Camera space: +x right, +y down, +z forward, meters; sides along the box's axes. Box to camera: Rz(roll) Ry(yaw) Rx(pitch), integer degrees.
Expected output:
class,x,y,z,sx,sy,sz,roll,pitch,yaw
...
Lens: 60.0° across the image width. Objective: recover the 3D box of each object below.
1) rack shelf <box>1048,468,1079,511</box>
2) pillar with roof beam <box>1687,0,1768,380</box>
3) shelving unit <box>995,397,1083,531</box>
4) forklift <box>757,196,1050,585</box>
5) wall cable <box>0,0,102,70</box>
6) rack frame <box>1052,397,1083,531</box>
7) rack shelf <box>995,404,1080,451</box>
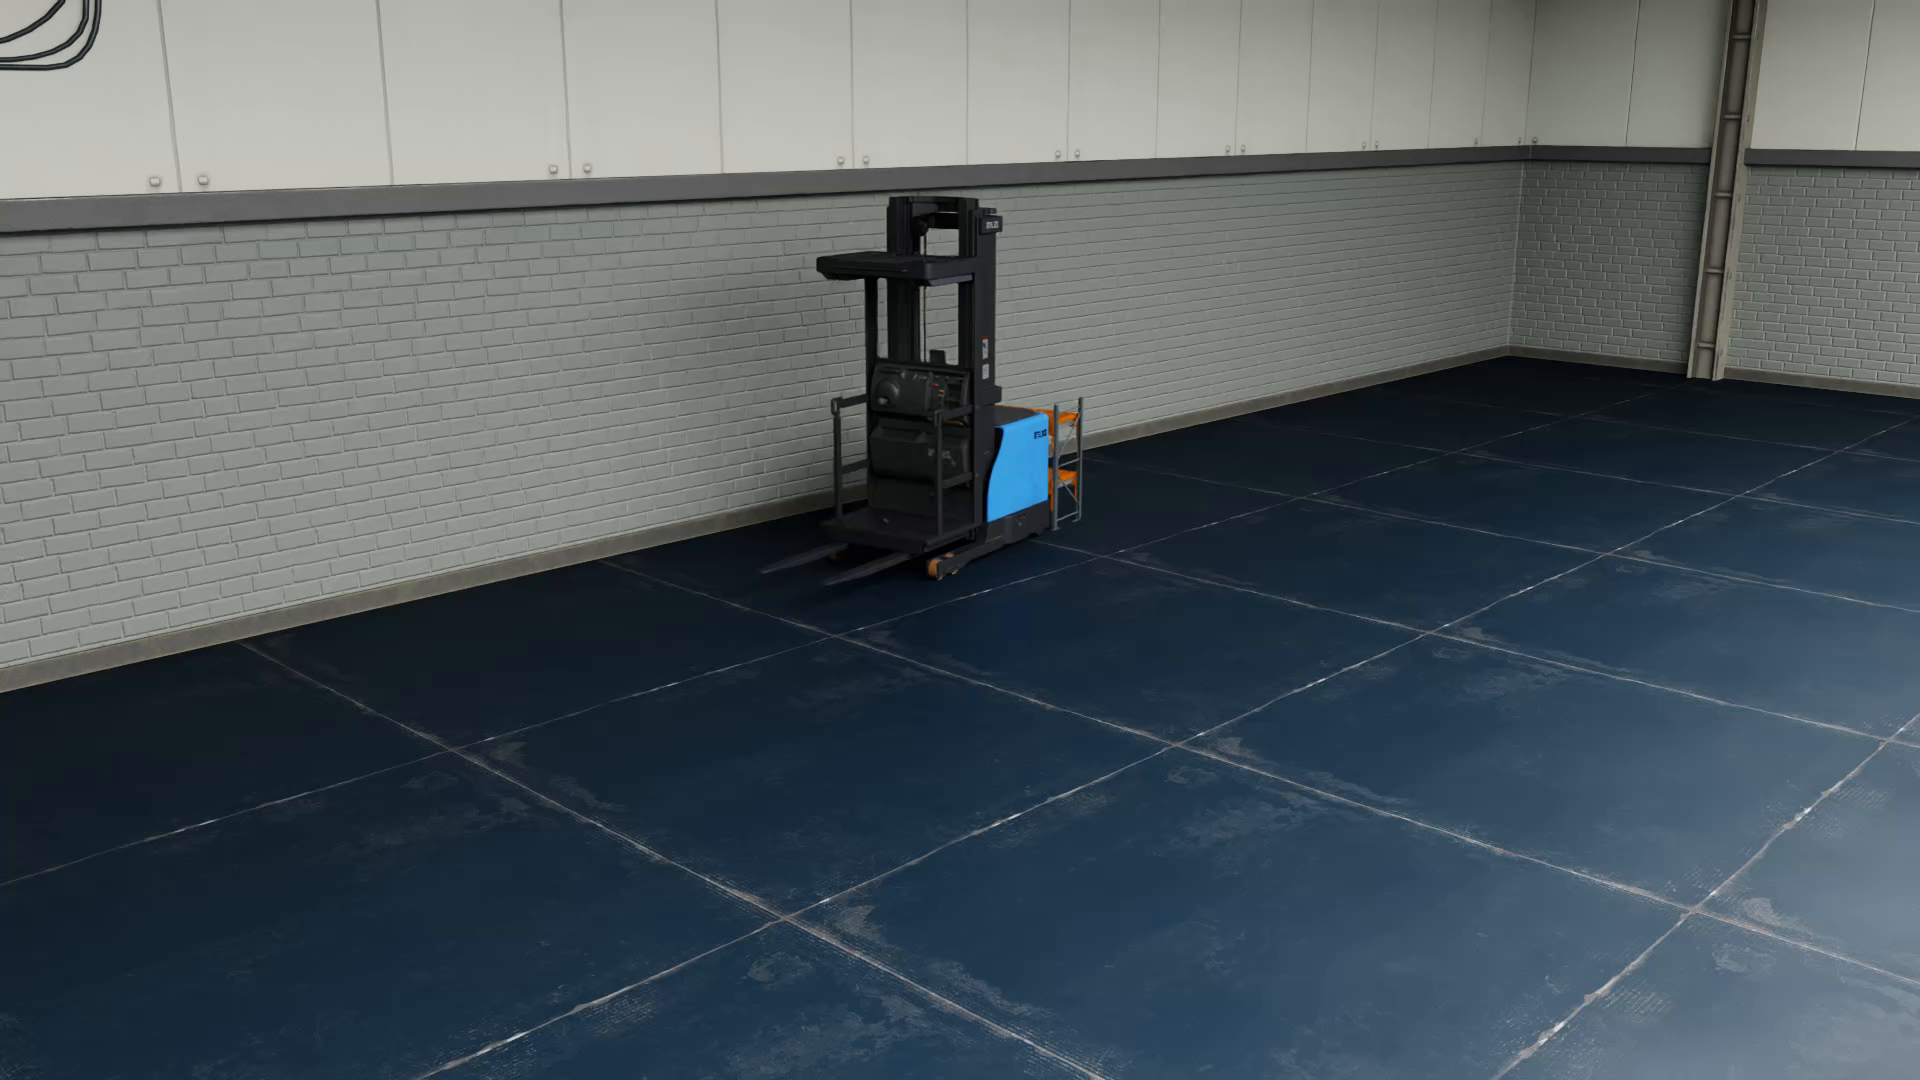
class,x,y,z,sx,sy,sz,roll,pitch,yaw
rack shelf,0.528,-0.514,15.144,1.000,0.278,0.538,9,17,31
pillar with roof beam,7.355,-5.827,18.948,0.400,9.000,9.100,14,20,42
shelving unit,0.528,-0.751,15.082,1.048,1.125,0.538,9,17,31
forklift,-0.440,-1.239,13.373,1.130,2.935,3.031,9,17,32
wall cable,-6.123,-5.012,9.077,0.169,6.003,2.305,14,20,42
rack frame,0.960,-0.683,14.823,0.032,1.125,0.500,9,17,31
rack shelf,0.528,-1.034,15.009,1.000,0.278,0.538,9,17,31
